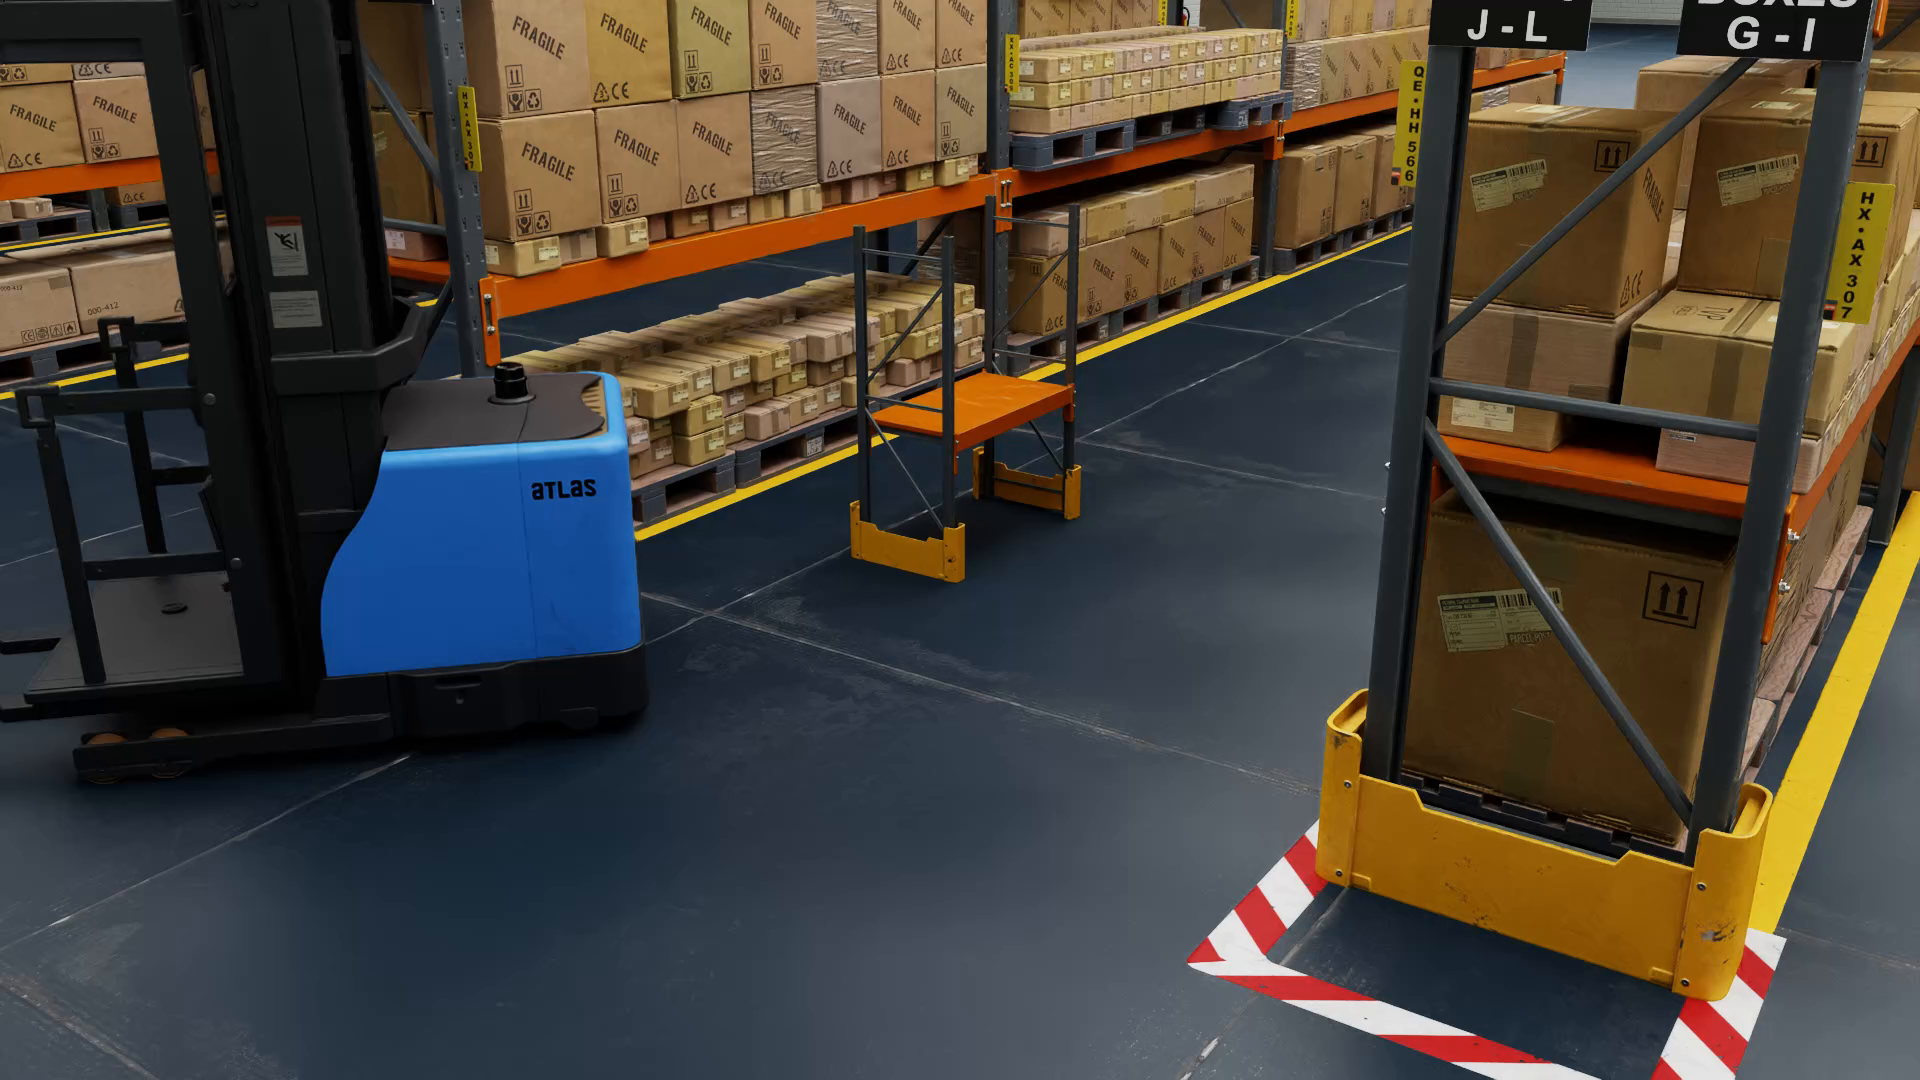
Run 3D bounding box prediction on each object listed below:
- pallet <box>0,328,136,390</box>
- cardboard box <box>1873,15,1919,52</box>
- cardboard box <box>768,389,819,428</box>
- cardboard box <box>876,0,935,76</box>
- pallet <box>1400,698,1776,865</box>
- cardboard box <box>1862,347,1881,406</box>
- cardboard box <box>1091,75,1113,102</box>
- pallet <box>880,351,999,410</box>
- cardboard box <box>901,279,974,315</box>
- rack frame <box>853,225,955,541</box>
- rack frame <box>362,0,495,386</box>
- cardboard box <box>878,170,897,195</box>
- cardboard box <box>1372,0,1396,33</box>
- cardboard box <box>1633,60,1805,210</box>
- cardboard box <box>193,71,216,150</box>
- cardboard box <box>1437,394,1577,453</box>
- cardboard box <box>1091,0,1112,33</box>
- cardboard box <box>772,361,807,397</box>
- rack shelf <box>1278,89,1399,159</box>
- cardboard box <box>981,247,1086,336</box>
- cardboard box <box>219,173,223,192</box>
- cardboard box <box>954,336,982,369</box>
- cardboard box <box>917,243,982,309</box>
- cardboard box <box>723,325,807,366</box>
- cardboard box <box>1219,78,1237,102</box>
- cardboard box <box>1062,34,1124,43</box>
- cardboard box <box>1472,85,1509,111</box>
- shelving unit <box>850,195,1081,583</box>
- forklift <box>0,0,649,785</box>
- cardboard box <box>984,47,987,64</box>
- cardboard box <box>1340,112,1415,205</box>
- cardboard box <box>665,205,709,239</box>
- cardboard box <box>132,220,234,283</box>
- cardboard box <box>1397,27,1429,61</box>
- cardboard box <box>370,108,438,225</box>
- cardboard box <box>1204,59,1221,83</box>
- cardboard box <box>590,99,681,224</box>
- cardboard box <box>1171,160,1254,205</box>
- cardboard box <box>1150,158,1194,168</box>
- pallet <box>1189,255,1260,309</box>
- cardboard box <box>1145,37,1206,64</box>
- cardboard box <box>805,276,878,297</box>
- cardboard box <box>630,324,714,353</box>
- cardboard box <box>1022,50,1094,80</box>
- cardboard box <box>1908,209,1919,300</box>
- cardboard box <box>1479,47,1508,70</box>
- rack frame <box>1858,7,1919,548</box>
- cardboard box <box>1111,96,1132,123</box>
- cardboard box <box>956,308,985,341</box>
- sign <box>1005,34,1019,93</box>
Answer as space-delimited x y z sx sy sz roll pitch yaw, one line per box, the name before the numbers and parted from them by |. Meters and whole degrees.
pallet | -6.166 -1.206 10.721 1.003 0.211 1.213 13 24 32
cardboard box | 4.246 -2.186 7.762 0.797 0.503 0.637 13 24 30
cardboard box | -0.982 -0.727 8.910 0.380 0.149 0.250 13 24 32
cardboard box | -0.478 -2.799 8.993 0.500 0.500 0.500 12 24 30
pallet | 2.030 0.727 5.496 1.003 0.211 1.213 13 24 32
cardboard box | 2.694 -0.551 5.294 0.380 0.149 0.250 13 24 31
cardboard box | 0.739 -2.871 10.531 0.380 0.149 0.250 14 24 33
pallet | -0.499 -0.973 10.091 1.003 0.211 1.213 13 24 32
cardboard box | -0.136 -1.466 10.052 0.380 0.149 0.250 14 25 33
rack frame | -0.238 -0.582 7.177 0.500 1.500 0.032 13 24 32
rack frame | -2.400 -1.333 7.044 1.000 3.000 0.127 13 24 32
cardboard box | -0.574 -2.014 9.248 0.380 0.149 0.250 13 24 30
cardboard box | 3.500 -4.855 14.981 0.700 0.500 0.500 14 24 32
cardboard box | 2.842 -1.527 6.277 0.500 0.500 0.500 12 24 30
cardboard box | -5.213 -2.838 10.968 0.500 0.500 0.500 14 25 34
cardboard box | 1.573 -0.385 4.844 0.380 0.149 0.250 14 24 33
cardboard box | 1.497 -6.409 20.196 0.500 0.500 0.500 14 24 32
cardboard box | -1.045 -0.896 8.939 0.380 0.149 0.250 15 25 34
rack shelf | 3.222 -3.864 14.926 1.077 0.370 4.000 13 24 32
cardboard box | 0.484 -1.665 10.941 0.500 0.500 0.500 14 25 34
cardboard box | -7.376 -3.800 16.713 0.500 0.500 0.500 12 24 30
cardboard box | -0.090 -1.161 10.085 0.380 0.149 0.250 14 24 32
cardboard box | 0.057 -1.766 11.214 0.500 0.500 0.500 13 24 31
cardboard box | -1.039 -1.028 8.867 0.380 0.149 0.250 13 24 32
cardboard box | 1.772 -3.260 12.012 0.380 0.149 0.250 13 24 31
cardboard box | 0.940 -3.514 11.840 0.380 0.149 0.250 14 25 33
cardboard box | 5.261 -4.402 17.800 0.875 0.875 0.875 13 24 32
shelving unit | 0.043 -0.725 7.564 0.587 1.500 1.083 13 24 32
forklift | -2.691 -0.758 5.589 3.031 2.935 1.130 -4 21 -12
cardboard box | 0.063 -3.069 10.637 0.380 0.149 0.250 12 24 30
cardboard box | 4.071 -3.722 16.141 1.050 0.750 0.750 13 24 32
cardboard box | -1.437 -1.566 8.037 0.380 0.149 0.250 13 24 31
cardboard box | -5.246 -1.996 11.925 0.875 0.438 0.875 12 24 30
cardboard box | 3.990 -4.476 15.397 0.500 0.500 0.500 13 24 31
cardboard box | -2.360 -1.698 7.459 0.500 0.500 0.500 14 24 33
cardboard box | 1.619 -3.321 11.746 0.380 0.149 0.250 13 24 31
cardboard box | -1.639 -1.753 7.606 0.500 0.500 0.500 13 24 32
cardboard box | 1.930 -2.757 12.811 0.500 0.250 0.500 13 24 31
cardboard box | 1.510 -2.854 13.073 0.500 0.250 0.500 12 23 29
pallet | 1.657 -2.096 13.128 1.003 0.211 1.213 13 24 32
cardboard box | 1.472 -3.386 11.493 0.380 0.149 0.250 15 25 34
cardboard box | -0.720 -1.493 10.125 0.380 0.149 0.250 15 25 34
cardboard box | -1.540 -1.037 8.890 0.380 0.149 0.250 12 24 30
cardboard box | 0.602 -2.943 10.297 0.380 0.149 0.250 14 25 33
cardboard box | 3.287 -1.080 6.148 0.500 0.250 0.500 14 24 33
cardboard box | 5.235 -5.248 17.414 0.875 0.550 0.550 13 24 32
rack frame | 3.894 -1.484 7.453 1.000 3.000 0.127 13 24 32
cardboard box | 0.887 -2.806 10.785 0.380 0.149 0.250 14 24 32
cardboard box | -0.065 -1.327 10.105 0.380 0.149 0.250 14 24 33
sign | 0.302 -2.783 9.716 0.100 0.325 0.005 13 24 32
